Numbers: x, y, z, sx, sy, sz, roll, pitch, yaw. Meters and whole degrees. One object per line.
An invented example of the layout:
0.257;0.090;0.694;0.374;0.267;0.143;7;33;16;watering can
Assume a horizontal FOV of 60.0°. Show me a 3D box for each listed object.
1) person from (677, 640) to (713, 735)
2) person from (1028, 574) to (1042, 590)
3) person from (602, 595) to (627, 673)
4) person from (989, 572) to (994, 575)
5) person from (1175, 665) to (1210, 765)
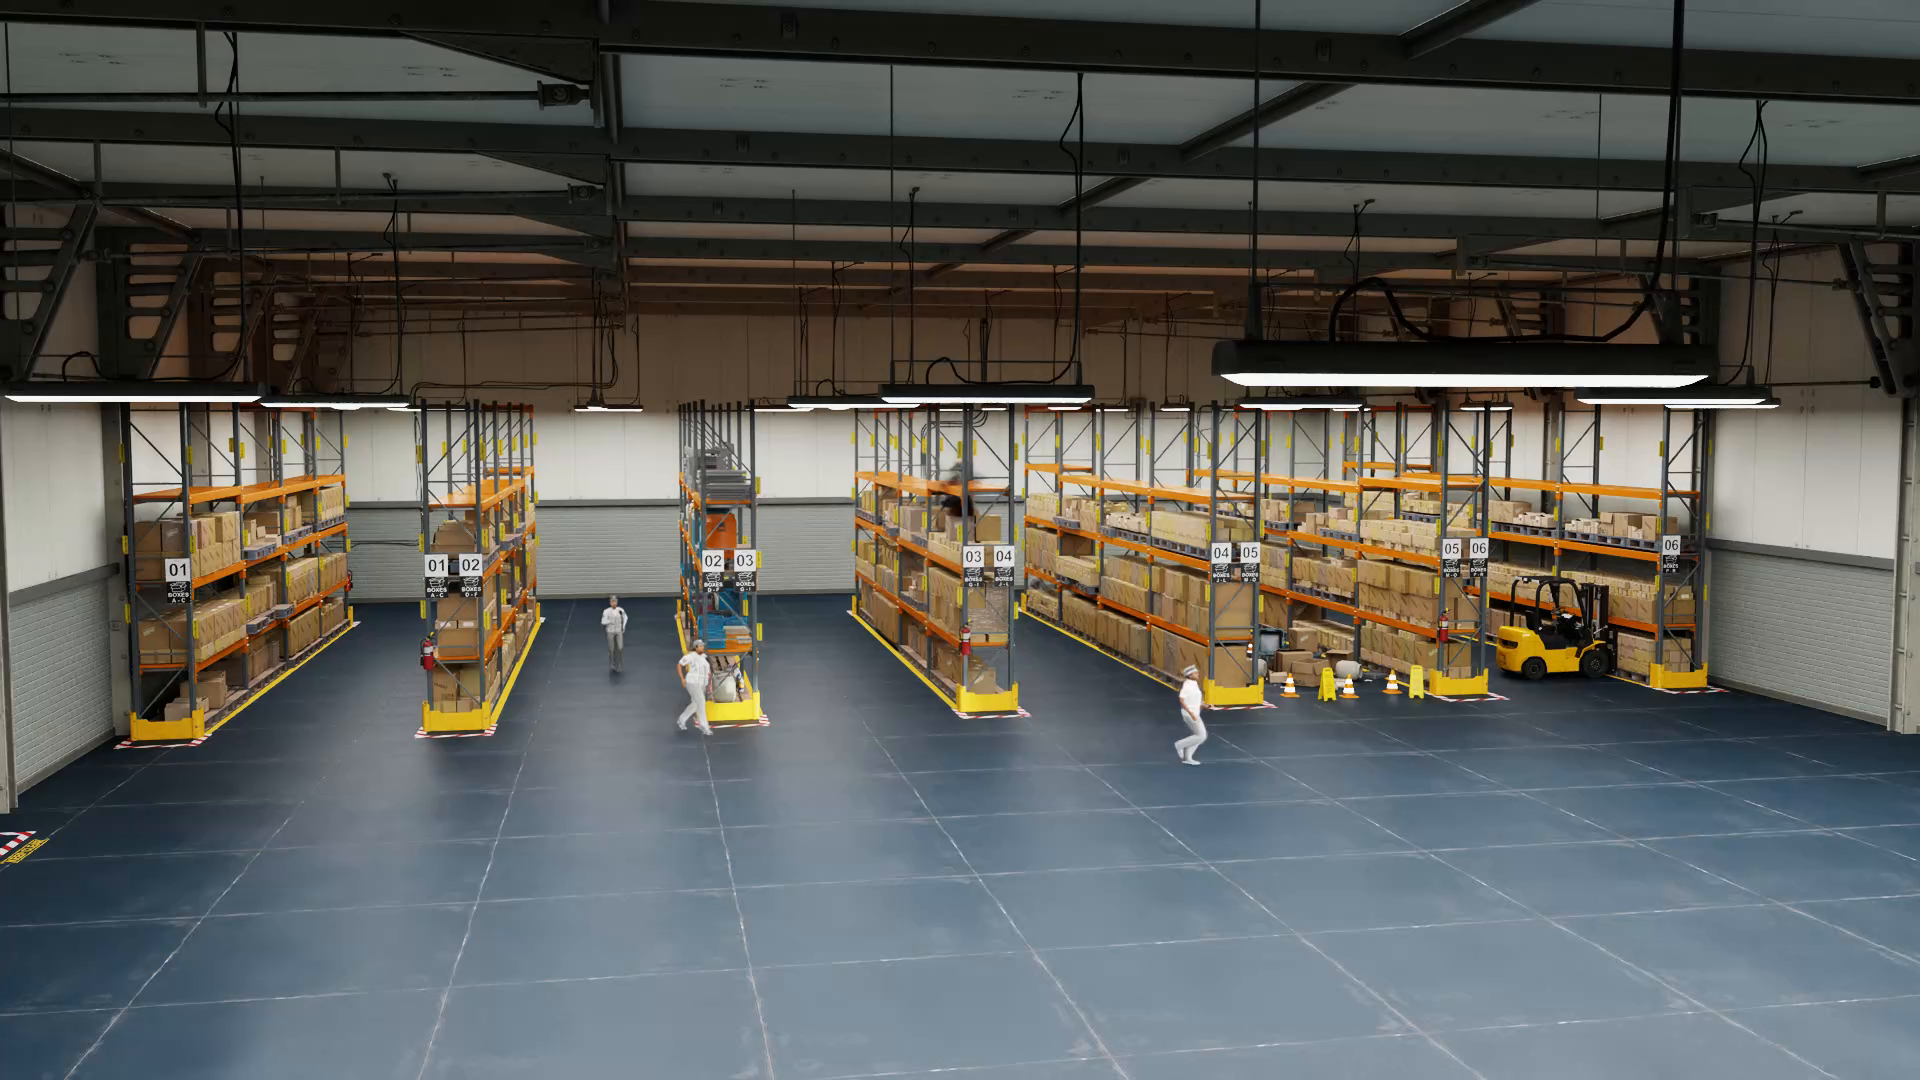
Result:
-4.694;2.630;29.986;0.842;1.659;0.615;2;5;30;person
2.284;1.146;50.044;0.608;1.655;0.613;2;5;28;person
-7.671;2.092;36.994;0.592;1.736;0.684;-1;5;-18;person
0.882;1.342;46.835;0.804;1.700;0.533;0;4;0;person
3.803;2.851;27.176;0.551;1.658;0.574;1;4;12;person
